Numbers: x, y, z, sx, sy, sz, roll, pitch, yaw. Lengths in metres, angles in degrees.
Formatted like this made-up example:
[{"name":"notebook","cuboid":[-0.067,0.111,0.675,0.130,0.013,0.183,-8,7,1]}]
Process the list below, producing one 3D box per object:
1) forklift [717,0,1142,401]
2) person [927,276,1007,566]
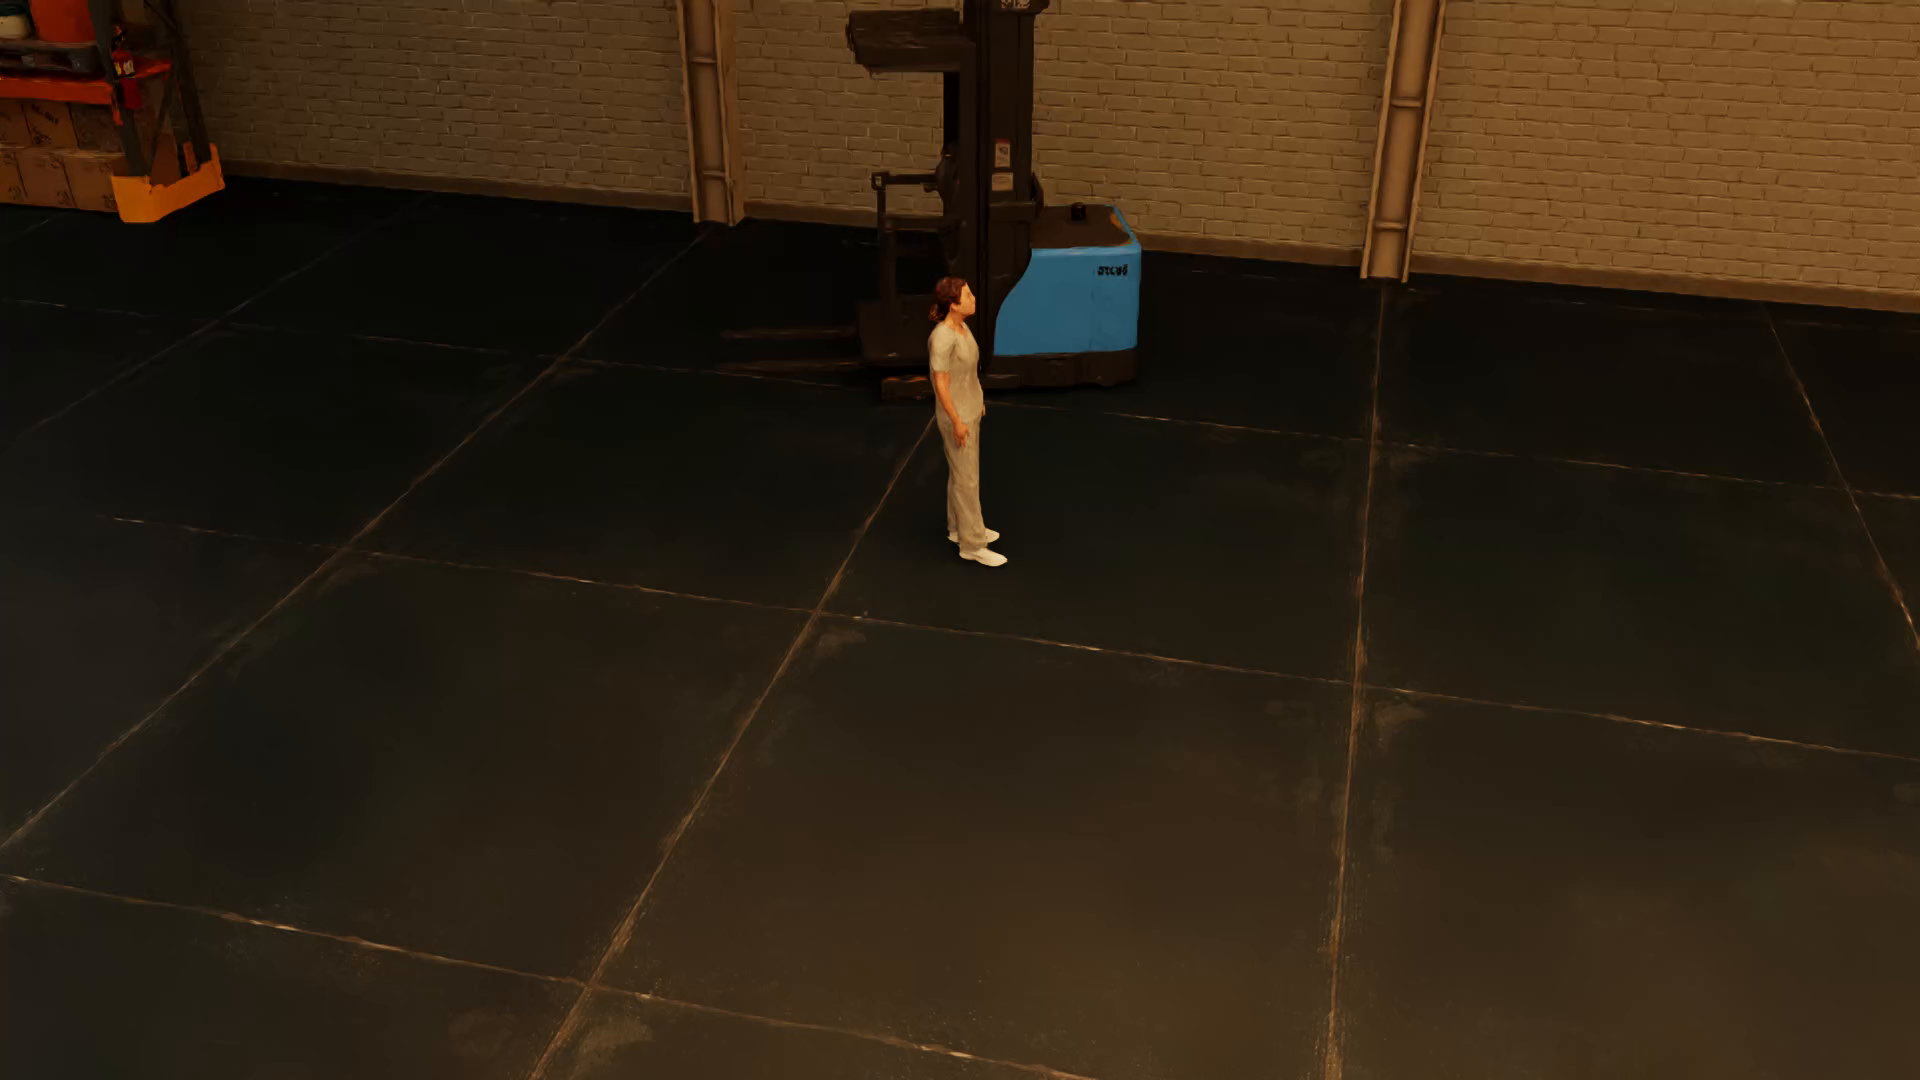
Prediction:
[{"name":"forklift","cuboid":[-0.261,-2.546,11.664,3.031,2.935,1.130,-3,30,-5]},{"name":"person","cuboid":[0.069,-0.720,9.700,0.548,1.674,0.550,7,30,12]}]
